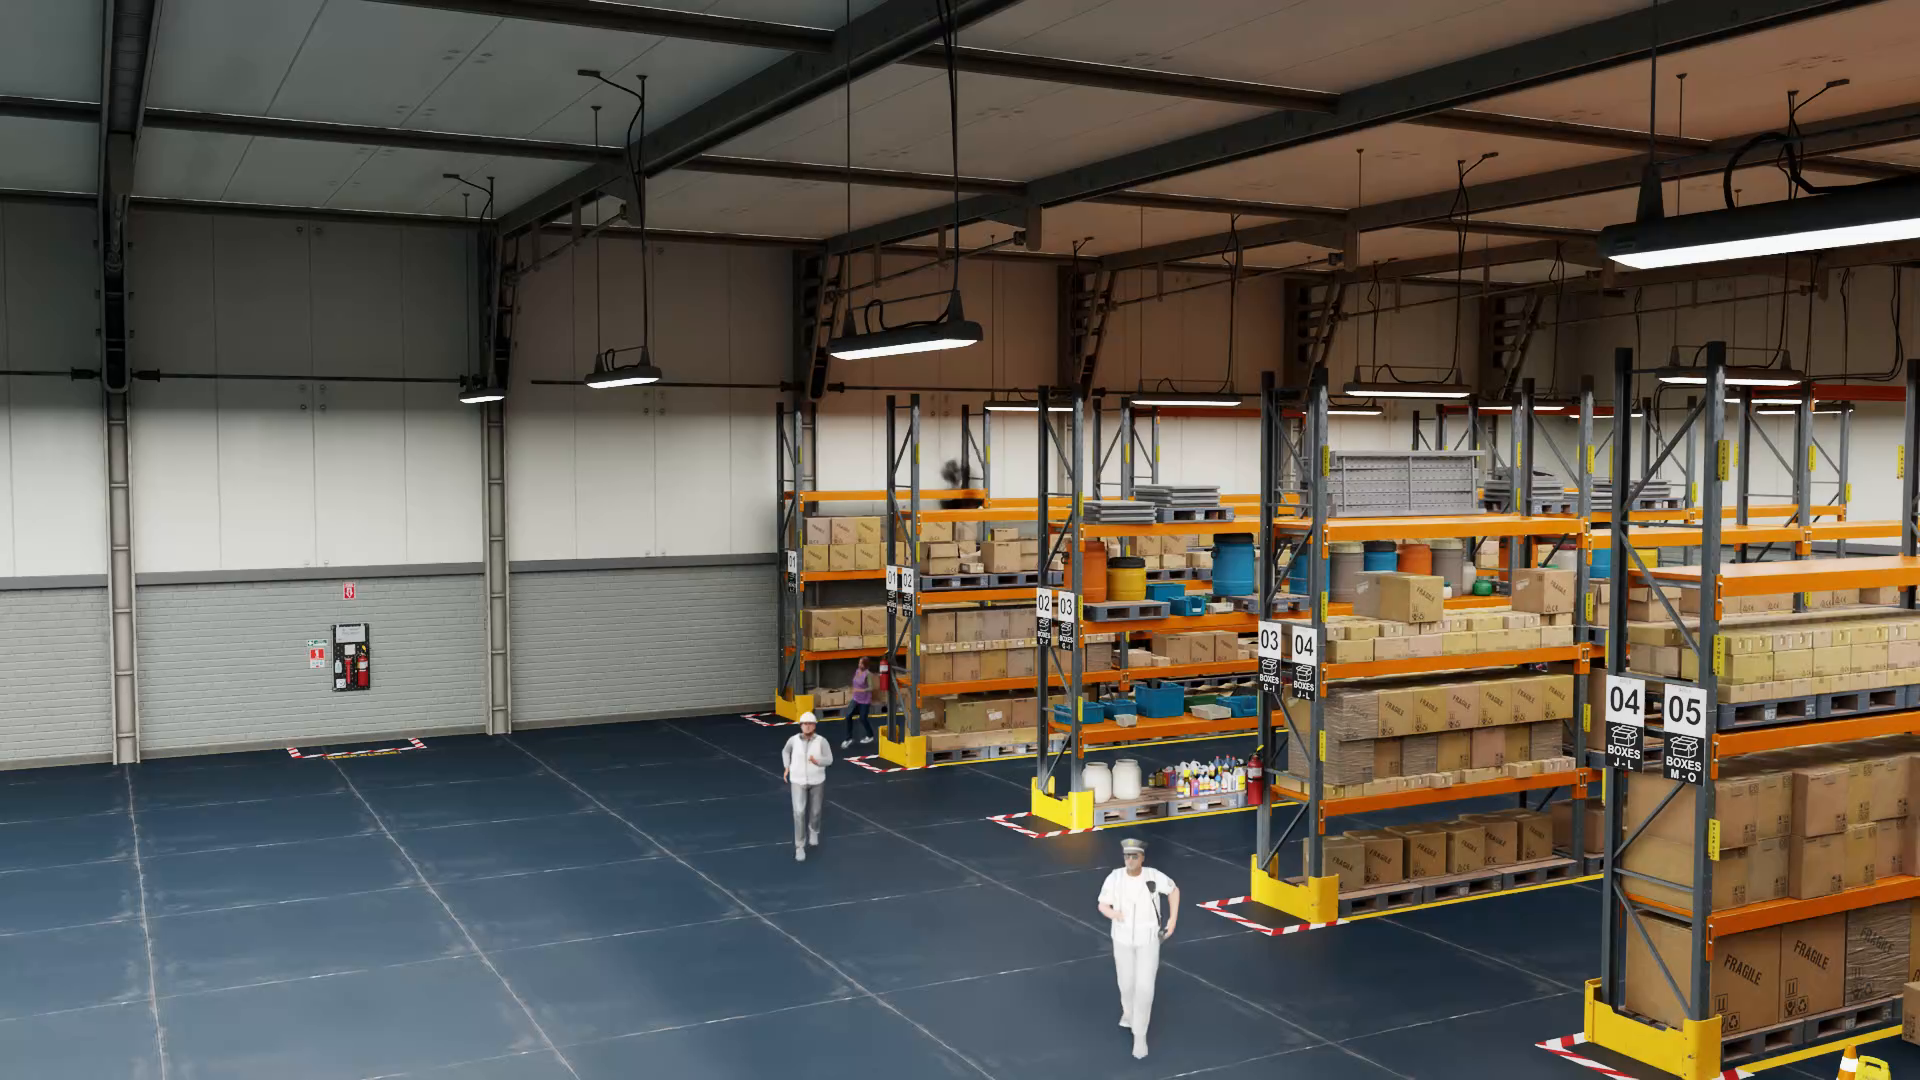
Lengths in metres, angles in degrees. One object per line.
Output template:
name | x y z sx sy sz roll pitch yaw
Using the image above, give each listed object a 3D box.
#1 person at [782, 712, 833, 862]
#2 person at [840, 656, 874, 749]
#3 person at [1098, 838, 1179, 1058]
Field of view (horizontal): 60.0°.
person | -1.925 3.072 21.012 0.638 1.804 0.877 0 3 -6
person | -1.648 2.779 28.446 0.568 1.611 0.695 3 4 38
person | 1.532 3.485 14.411 0.670 1.830 0.822 1 3 15
